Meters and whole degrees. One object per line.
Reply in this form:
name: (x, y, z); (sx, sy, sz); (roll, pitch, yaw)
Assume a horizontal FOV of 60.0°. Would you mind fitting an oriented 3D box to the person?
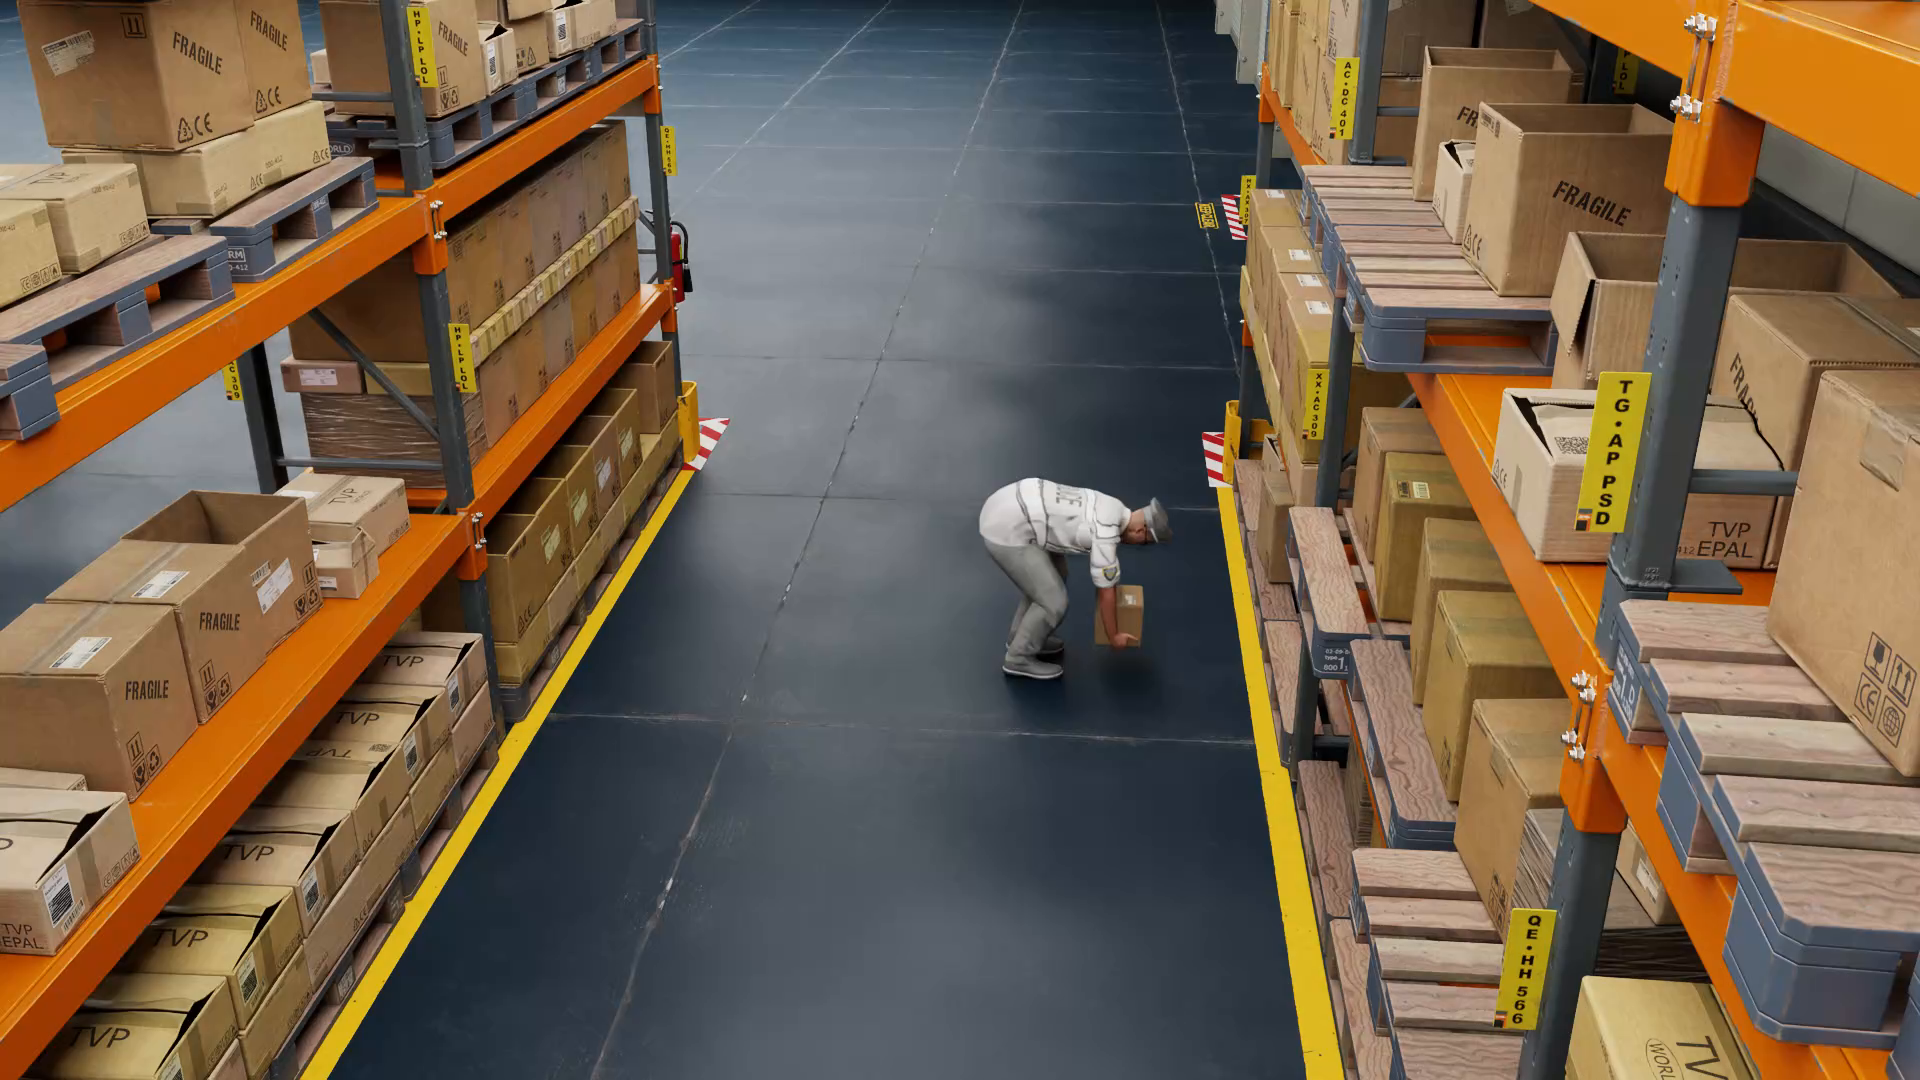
person: (0.623, 0.196, 8.993); (1.042, 1.069, 0.516); (1, 24, 2)
